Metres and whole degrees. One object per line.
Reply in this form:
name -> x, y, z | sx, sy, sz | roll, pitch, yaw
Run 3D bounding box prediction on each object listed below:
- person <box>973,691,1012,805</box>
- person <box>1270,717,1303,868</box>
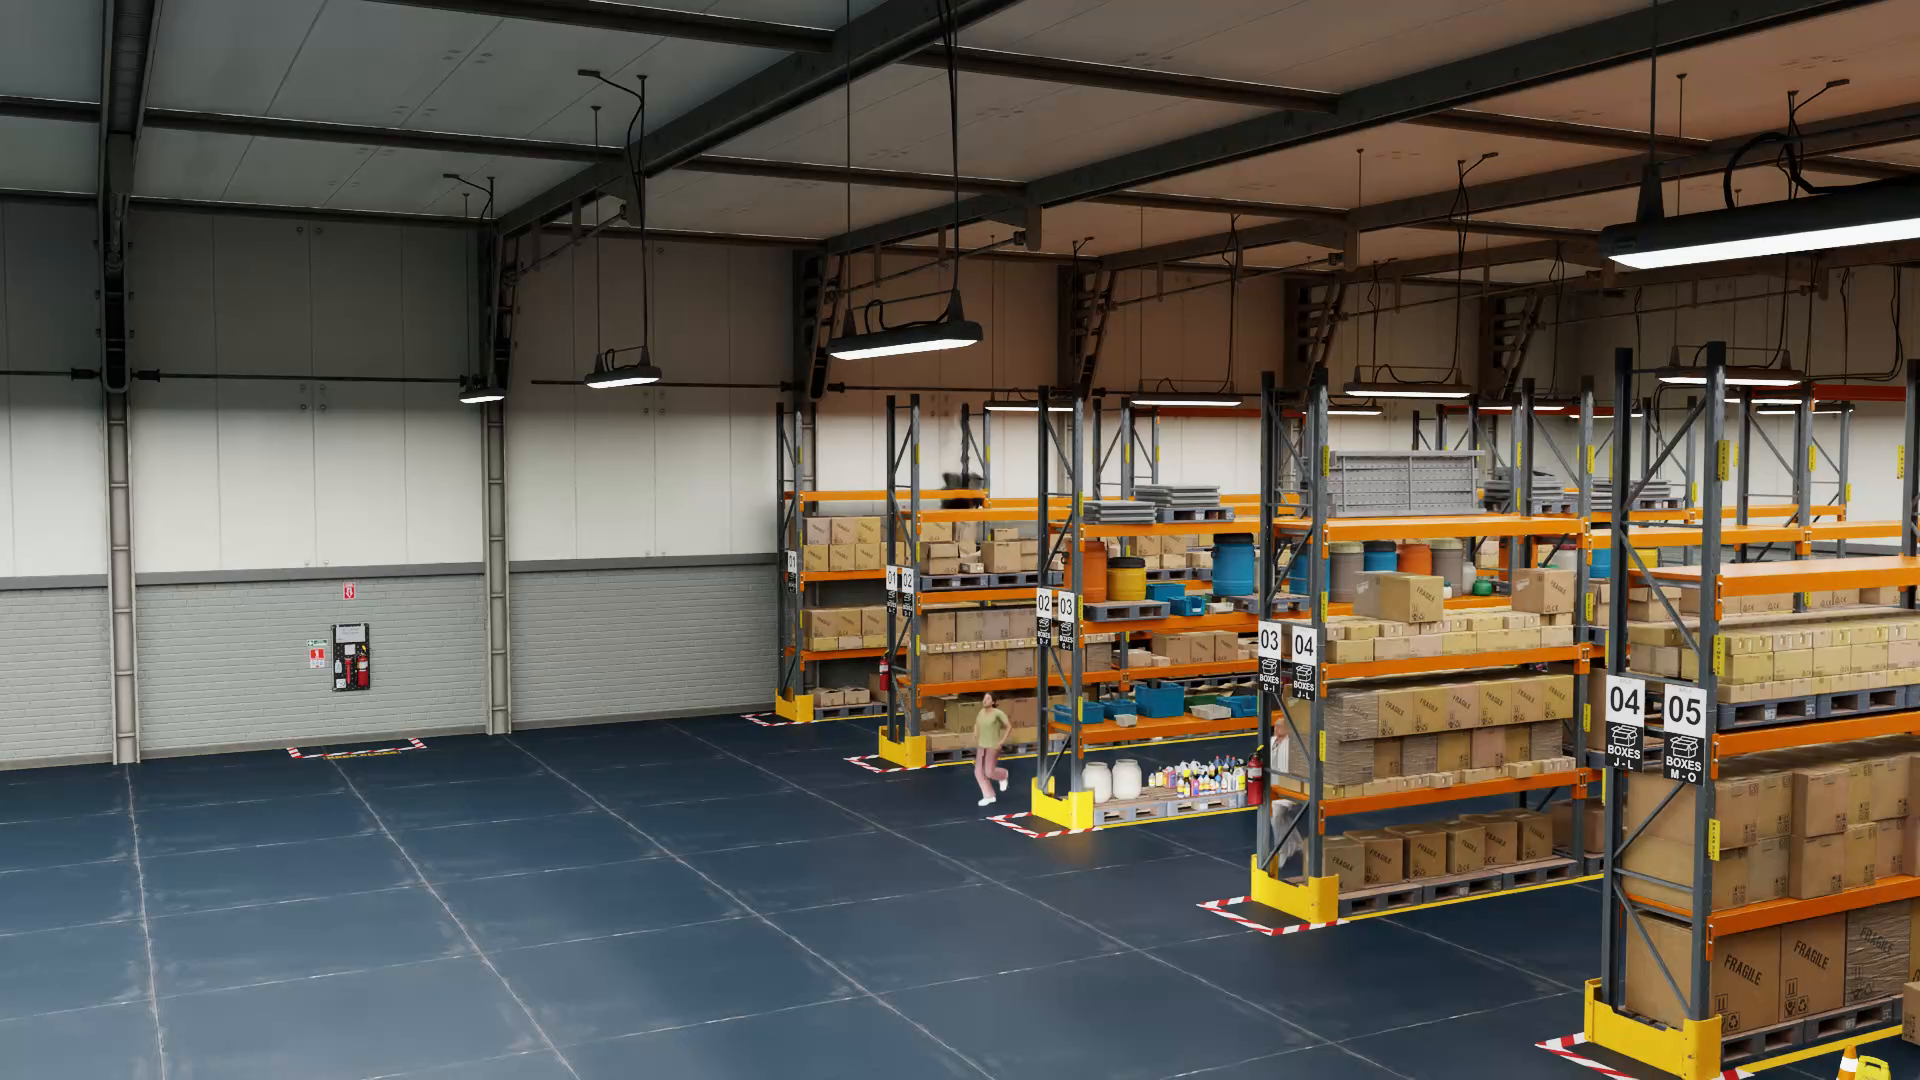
person -> 0.449, 3.004, 24.084 | 0.613, 1.614, 0.567 | 2, 4, 34
person -> 3.985, 3.117, 20.587 | 0.839, 1.857, 0.708 | -2, 4, -34
